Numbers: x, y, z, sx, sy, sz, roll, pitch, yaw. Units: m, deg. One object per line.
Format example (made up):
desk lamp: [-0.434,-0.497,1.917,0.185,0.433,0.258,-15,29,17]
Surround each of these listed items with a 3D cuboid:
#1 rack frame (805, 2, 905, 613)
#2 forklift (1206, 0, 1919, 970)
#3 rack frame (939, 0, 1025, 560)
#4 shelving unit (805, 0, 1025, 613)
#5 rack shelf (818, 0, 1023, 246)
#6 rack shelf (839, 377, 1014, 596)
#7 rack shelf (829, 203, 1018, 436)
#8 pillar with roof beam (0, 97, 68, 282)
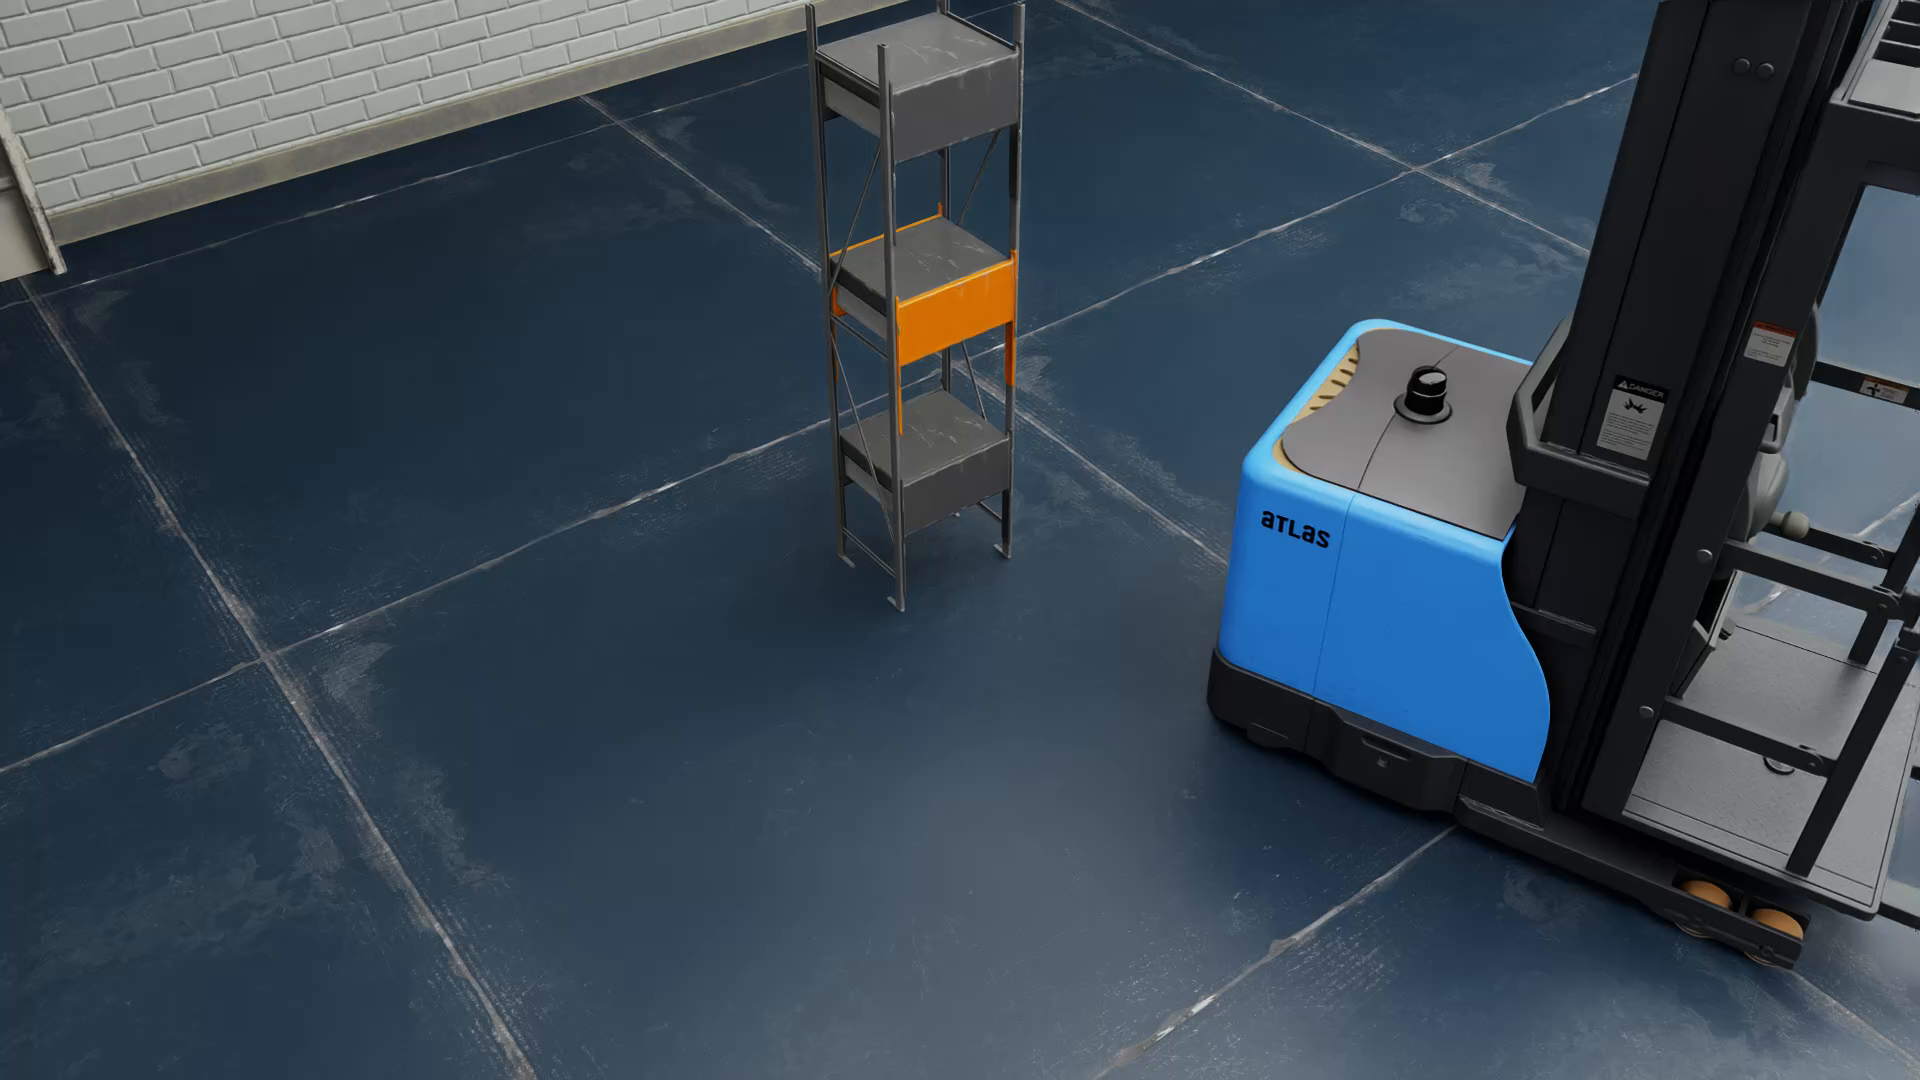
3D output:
rack frame: [-0.325,-0.654,5.391,0.015,2.100,0.400,-26,46,-28]
forklift: [2.338,-0.301,4.306,3.031,2.935,1.130,21,44,24]
rack frame: [0.062,-0.842,5.621,0.015,2.100,0.400,-26,46,-28]
shelving unit: [-0.131,-0.748,5.506,0.503,2.100,0.431,-26,46,-28]
rack shelf: [-0.131,-1.278,5.071,0.480,0.518,0.431,-26,46,-28]
rack shelf: [-0.131,-0.196,5.959,0.480,0.518,0.431,-26,46,-28]
rack shelf: [-0.131,-0.737,5.515,0.480,0.518,0.431,-26,46,-28]
pillar with roof beam: [-1.803,-2.572,2.291,0.400,9.000,9.100,-26,46,-28]
